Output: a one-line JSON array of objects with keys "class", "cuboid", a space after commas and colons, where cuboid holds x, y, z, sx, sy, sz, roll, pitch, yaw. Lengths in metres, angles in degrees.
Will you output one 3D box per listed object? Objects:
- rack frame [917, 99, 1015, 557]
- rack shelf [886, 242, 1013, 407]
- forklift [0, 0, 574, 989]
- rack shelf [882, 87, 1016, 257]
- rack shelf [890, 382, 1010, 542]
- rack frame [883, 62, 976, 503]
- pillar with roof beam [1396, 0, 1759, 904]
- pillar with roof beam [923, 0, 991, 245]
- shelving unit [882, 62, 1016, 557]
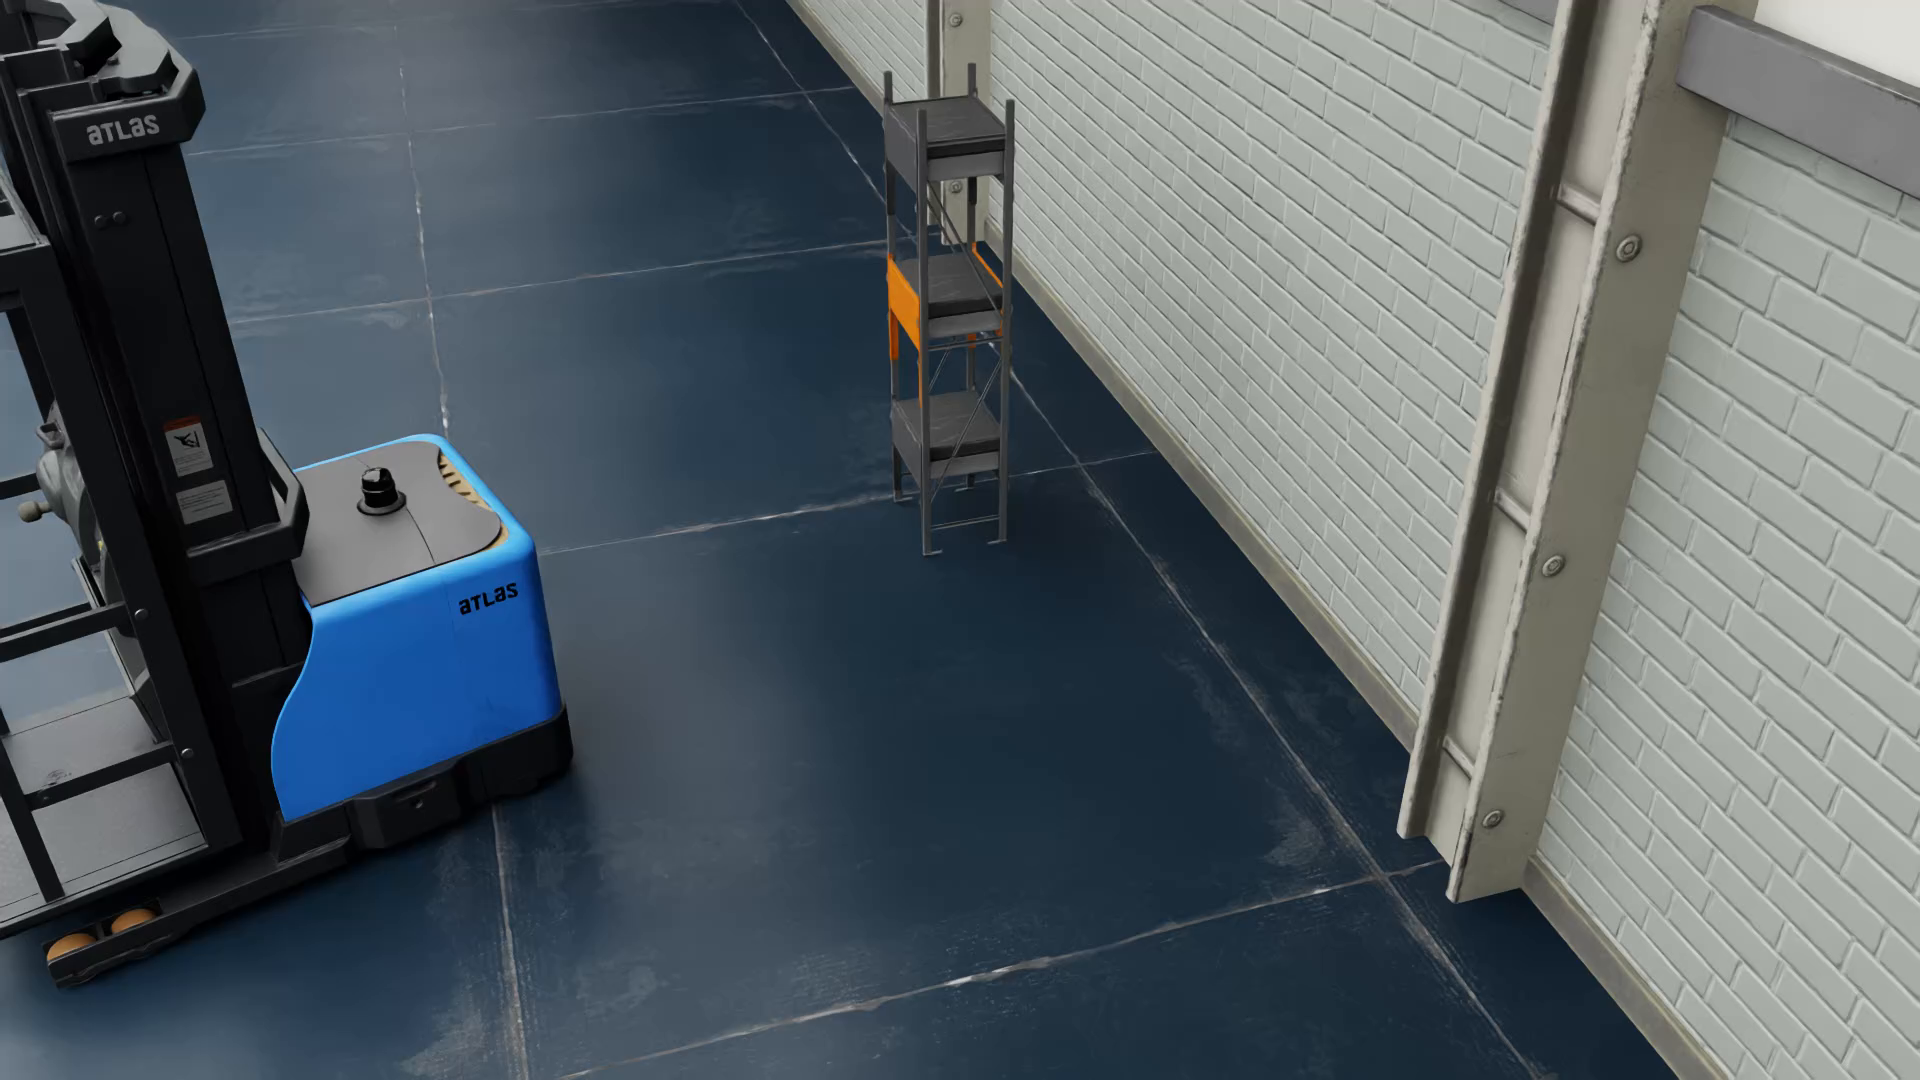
[{"class": "rack frame", "cuboid": [0.024, -0.835, 7.109, 0.400, 2.100, 0.015, -10, 35, -15]}, {"class": "rack shelf", "cuboid": [-0.051, -0.952, 7.310, 0.431, 0.518, 0.480, -10, 35, -15]}, {"class": "forklift", "cuboid": [-2.982, -0.081, 5.215, 3.031, 2.935, 1.130, -21, 39, -28]}, {"class": "rack shelf", "cuboid": [-0.051, -1.536, 6.924, 0.431, 0.518, 0.480, -10, 35, -15]}, {"class": "rack shelf", "cuboid": [-0.051, -0.368, 7.696, 0.431, 0.518, 0.480, -10, 35, -15]}, {"class": "rack frame", "cuboid": [-0.125, -1.091, 7.497, 0.400, 2.100, 0.015, -10, 35, -15]}, {"class": "pillar with roof beam", "cuboid": [-2.287, -1.886, 2.441, 9.100, 9.000, 0.400, -10, 35, -15]}, {"class": "pillar with roof beam", "cuboid": [-4.117, -5.036, 7.208, 9.100, 9.000, 0.400, -10, 35, -15]}, {"class": "shelving unit", "cuboid": [-0.051, -0.963, 7.303, 0.431, 2.100, 0.503, -10, 35, -15]}]
